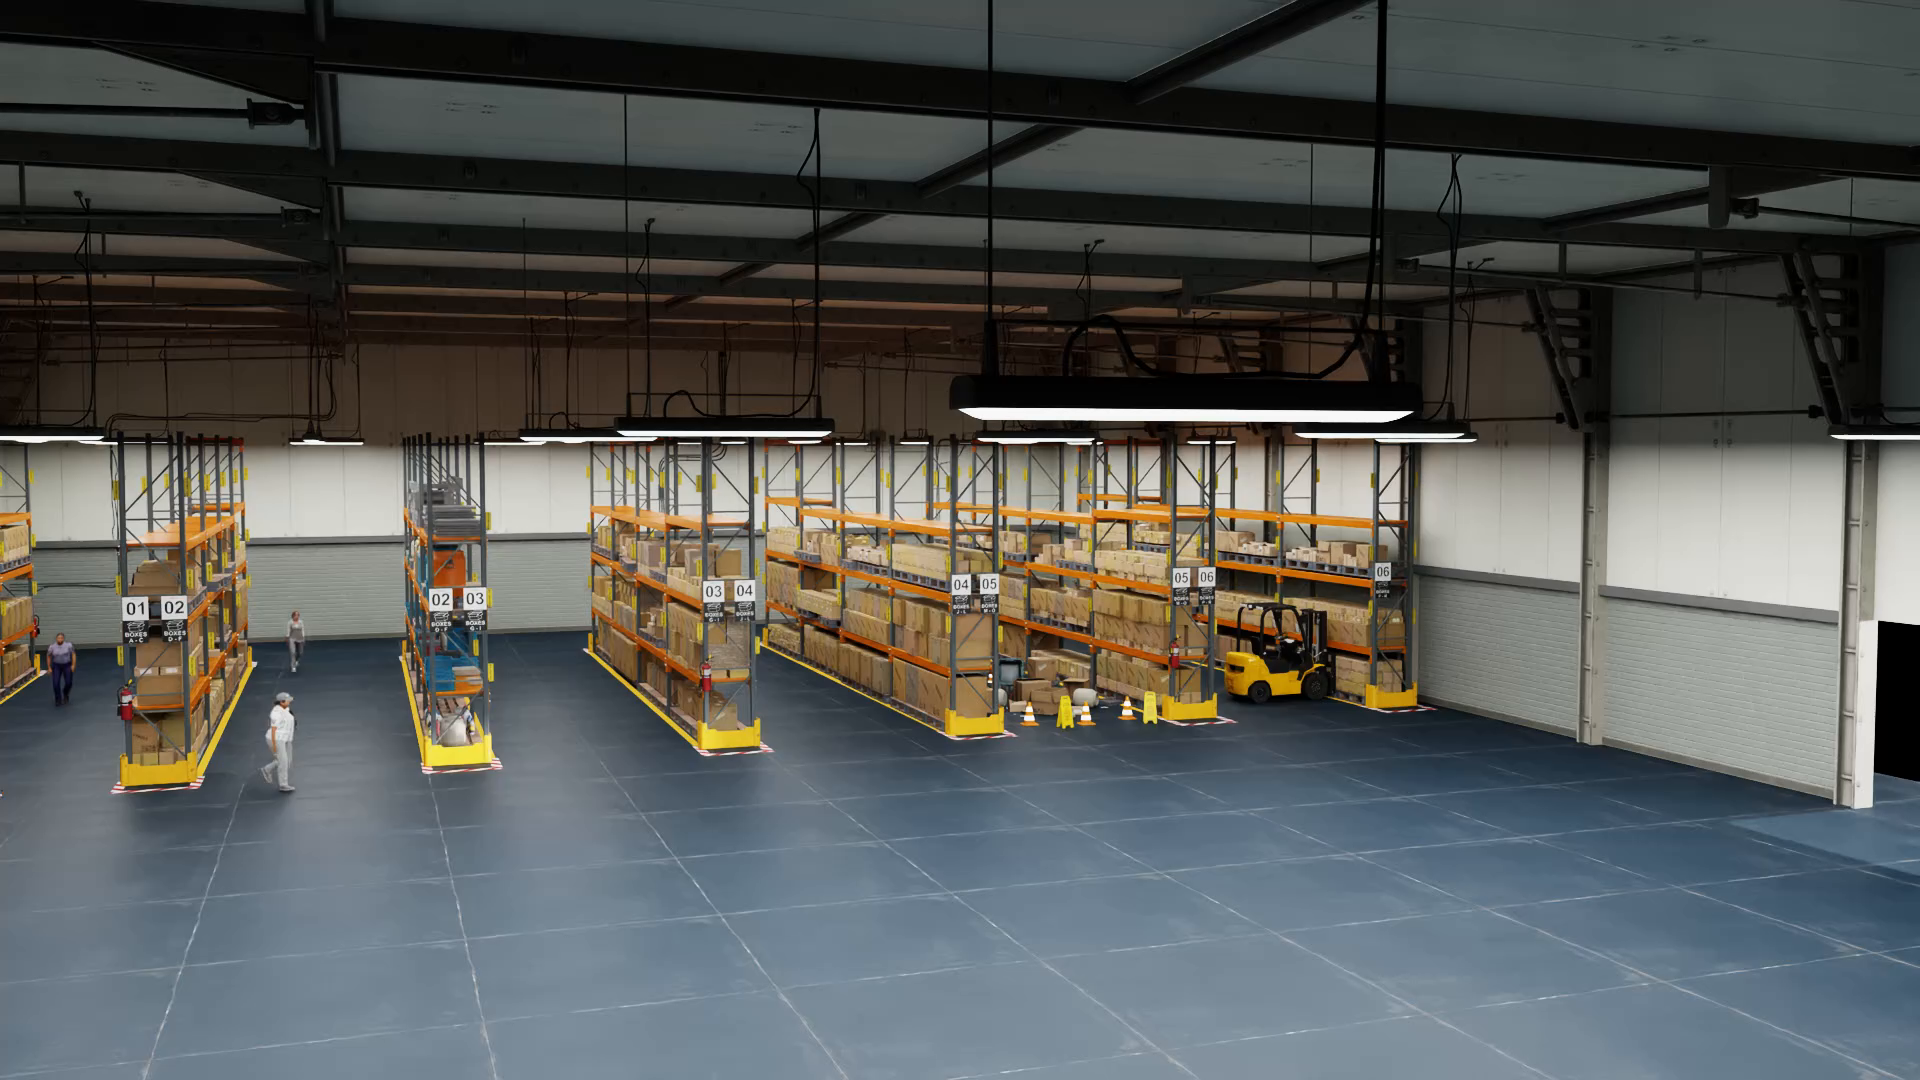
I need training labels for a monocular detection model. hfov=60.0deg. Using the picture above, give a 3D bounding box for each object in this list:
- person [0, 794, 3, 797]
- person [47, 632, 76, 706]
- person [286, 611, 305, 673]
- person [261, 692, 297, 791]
[{"bbox_3d":[-16.025,3.388,27.269,0.861,1.614,0.445,1,3,15],"label":"person"},{"bbox_3d":[-20.060,2.865,37.123,0.571,1.631,0.538,-2,4,-26],"label":"person"},{"bbox_3d":[-17.061,2.595,42.671,0.435,1.515,0.912,-2,4,-37],"label":"person"},{"bbox_3d":[-11.439,3.351,27.837,0.806,1.625,0.473,1,3,18],"label":"person"}]
